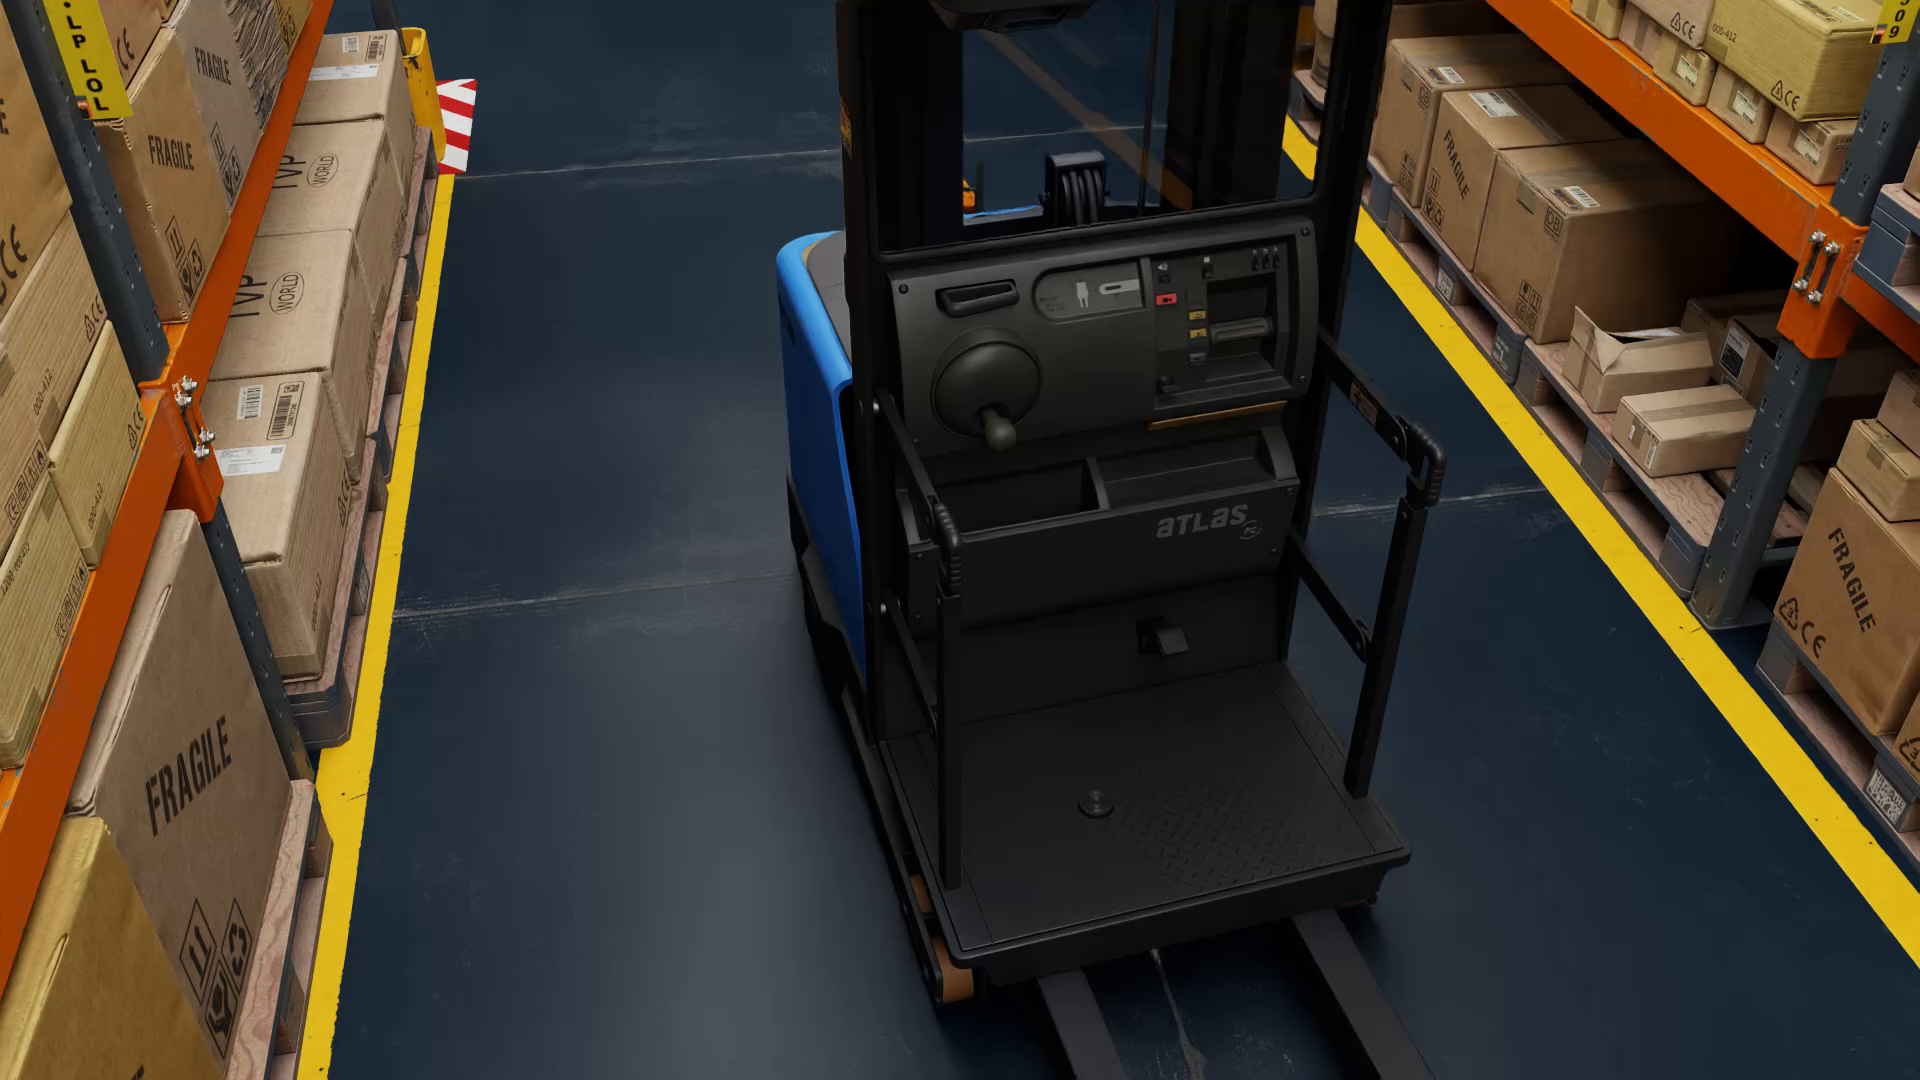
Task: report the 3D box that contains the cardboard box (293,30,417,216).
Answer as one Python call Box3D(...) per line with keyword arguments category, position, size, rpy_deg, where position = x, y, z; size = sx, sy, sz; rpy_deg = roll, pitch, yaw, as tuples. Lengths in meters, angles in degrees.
Box3D(category="cardboard box", position=(-2.690, -1.647, 6.671), size=(0.875, 0.438, 0.875), rpy_deg=(-7, 38, -9))

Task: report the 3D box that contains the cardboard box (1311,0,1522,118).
Box3D(category="cardboard box", position=(1.996, -2.217, 7.351), size=(0.797, 0.503, 0.637), rpy_deg=(-8, 38, -10))

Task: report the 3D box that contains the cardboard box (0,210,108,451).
Box3D(category="cardboard box", position=(-1.886, -0.363, 2.986), size=(0.500, 0.250, 0.500), rpy_deg=(-6, 38, -8))

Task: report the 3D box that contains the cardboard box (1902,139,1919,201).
Box3D(category="cardboard box", position=(2.548, -0.890, 3.526), size=(0.700, 0.500, 0.500), rpy_deg=(-5, 38, -7))

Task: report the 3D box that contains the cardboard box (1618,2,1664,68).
Box3D(category="cardboard box", position=(2.223, -1.538, 4.989), size=(0.380, 0.149, 0.250), rpy_deg=(-5, 38, -7))

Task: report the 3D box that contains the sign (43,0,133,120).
Box3D(category="sign", position=(-1.670, -0.955, 3.155), size=(0.100, 0.325, 0.005), rpy_deg=(-6, 38, -8))

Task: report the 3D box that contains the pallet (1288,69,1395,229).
Box3D(category="pallet", position=(2.136, -1.788, 7.380), size=(1.003, 0.211, 1.213), rpy_deg=(-6, 38, -8))

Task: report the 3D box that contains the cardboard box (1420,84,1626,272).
Box3D(category="cardboard box", position=(2.102, -1.365, 6.257), size=(0.500, 0.500, 0.500), rpy_deg=(-6, 38, -7))

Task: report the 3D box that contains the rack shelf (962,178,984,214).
Box3D(category="rack shelf", position=(-0.120, -1.028, 4.955), size=(0.258, 0.148, 0.480), rpy_deg=(-10, 39, -13))

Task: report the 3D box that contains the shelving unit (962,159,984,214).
Box3D(category="shelving unit", position=(-0.120, -0.718, 5.196), size=(0.258, 1.200, 0.503), rpy_deg=(-10, 39, -13))

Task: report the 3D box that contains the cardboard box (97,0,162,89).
Box3D(category="cardboard box", position=(-2.048, -1.213, 3.469), size=(0.500, 0.500, 0.500), rpy_deg=(-6, 38, -8))

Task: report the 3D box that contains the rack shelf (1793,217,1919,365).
Box3D(category="rack shelf", position=(3.034, 0.491, 2.759), size=(1.077, 0.370, 4.000), rpy_deg=(-6, 38, -8))

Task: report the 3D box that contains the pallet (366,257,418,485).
Box3D(category="pallet", position=(-2.476, -0.569, 5.811), size=(1.003, 0.211, 1.213), rpy_deg=(-6, 38, -8))

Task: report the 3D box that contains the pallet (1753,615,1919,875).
Box3D(category="pallet", position=(2.863, 0.588, 4.321), size=(1.003, 0.211, 1.213), rpy_deg=(-6, 38, -8))

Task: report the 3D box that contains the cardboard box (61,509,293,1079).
Box3D(category="cardboard box", position=(-2.015, 0.575, 3.455), size=(0.875, 0.875, 0.875), rpy_deg=(-5, 38, -7))

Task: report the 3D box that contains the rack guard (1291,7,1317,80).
Box3D(category="rack guard", position=(1.996, -2.384, 7.911), size=(1.175, 0.500, 0.348), rpy_deg=(-6, 38, -8))

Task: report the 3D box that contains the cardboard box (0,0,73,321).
Box3D(category="cardboard box", position=(-1.877, -0.656, 2.753), size=(0.500, 0.500, 0.500), rpy_deg=(-5, 38, -6))

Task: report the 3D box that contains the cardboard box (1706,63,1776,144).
Box3D(category="cardboard box", position=(2.312, -1.222, 4.582), size=(0.380, 0.149, 0.250), rpy_deg=(-5, 38, -7))

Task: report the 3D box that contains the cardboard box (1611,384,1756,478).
Box3D(category="cardboard box", position=(2.297, -0.346, 5.231), size=(0.380, 0.149, 0.250), rpy_deg=(-7, 38, -9))

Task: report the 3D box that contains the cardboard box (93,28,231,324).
Box3D(category="cardboard box", position=(-2.027, -0.816, 3.773), size=(0.500, 0.500, 0.500), rpy_deg=(-5, 38, -6))

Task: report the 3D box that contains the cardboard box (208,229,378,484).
Box3D(category="cardboard box", position=(-2.365, -0.550, 5.259), size=(0.875, 0.438, 0.875), rpy_deg=(-7, 38, -9))

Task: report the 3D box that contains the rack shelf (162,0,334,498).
Box3D(category="rack shelf", position=(-2.553, -1.388, 5.179), size=(1.077, 0.370, 4.000), rpy_deg=(-6, 38, -8))

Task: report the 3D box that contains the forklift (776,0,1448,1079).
Box3D(category="forklift", position=(0.378, -0.357, 3.321), size=(1.130, 2.935, 3.031), rpy_deg=(-10, 39, -13))

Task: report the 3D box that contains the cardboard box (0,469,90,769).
Box3D(category="cardboard box", position=(-1.788, 0.146, 2.739), size=(0.500, 0.250, 0.500), rpy_deg=(-7, 38, -9))

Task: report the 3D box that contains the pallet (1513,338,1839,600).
Box3D(category="pallet", position=(2.564, -0.314, 5.483), size=(1.003, 0.211, 1.213), rpy_deg=(-6, 38, -8))

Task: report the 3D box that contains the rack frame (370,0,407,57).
Box3D(category="rack frame", position=(-2.904, -2.881, 6.513), size=(1.000, 3.000, 0.127), rpy_deg=(-6, 38, -8))

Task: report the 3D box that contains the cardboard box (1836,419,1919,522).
Box3D(category="cardboard box", position=(2.485, -0.190, 4.216), size=(0.380, 0.149, 0.250), rpy_deg=(-5, 38, -6))

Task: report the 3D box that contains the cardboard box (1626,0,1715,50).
Box3D(category="cardboard box", position=(2.252, -1.641, 4.797), size=(0.500, 0.250, 0.500), rpy_deg=(-6, 38, -8))

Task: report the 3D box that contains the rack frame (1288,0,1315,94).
Box3D(category="rack frame", position=(1.982, -3.417, 7.203), size=(1.000, 3.000, 0.127), rpy_deg=(-6, 38, -8))

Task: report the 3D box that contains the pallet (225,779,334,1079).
Box3D(category="pallet", position=(-1.993, 1.095, 3.669), size=(1.003, 0.211, 1.213), rpy_deg=(-6, 38, -8))

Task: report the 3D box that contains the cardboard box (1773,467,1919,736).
Box3D(category="cardboard box", position=(2.547, 0.137, 4.324), size=(0.500, 0.500, 0.500), rpy_deg=(-5, 38, -6))

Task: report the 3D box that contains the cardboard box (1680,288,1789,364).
Box3D(category="cardboard box", position=(2.724, -0.727, 5.722), size=(0.380, 0.149, 0.250), rpy_deg=(-7, 38, -9))

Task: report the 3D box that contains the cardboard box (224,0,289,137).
Box3D(category="cardboard box", position=(-2.192, -1.421, 4.553), size=(0.500, 0.500, 0.500), rpy_deg=(-6, 38, -8))
